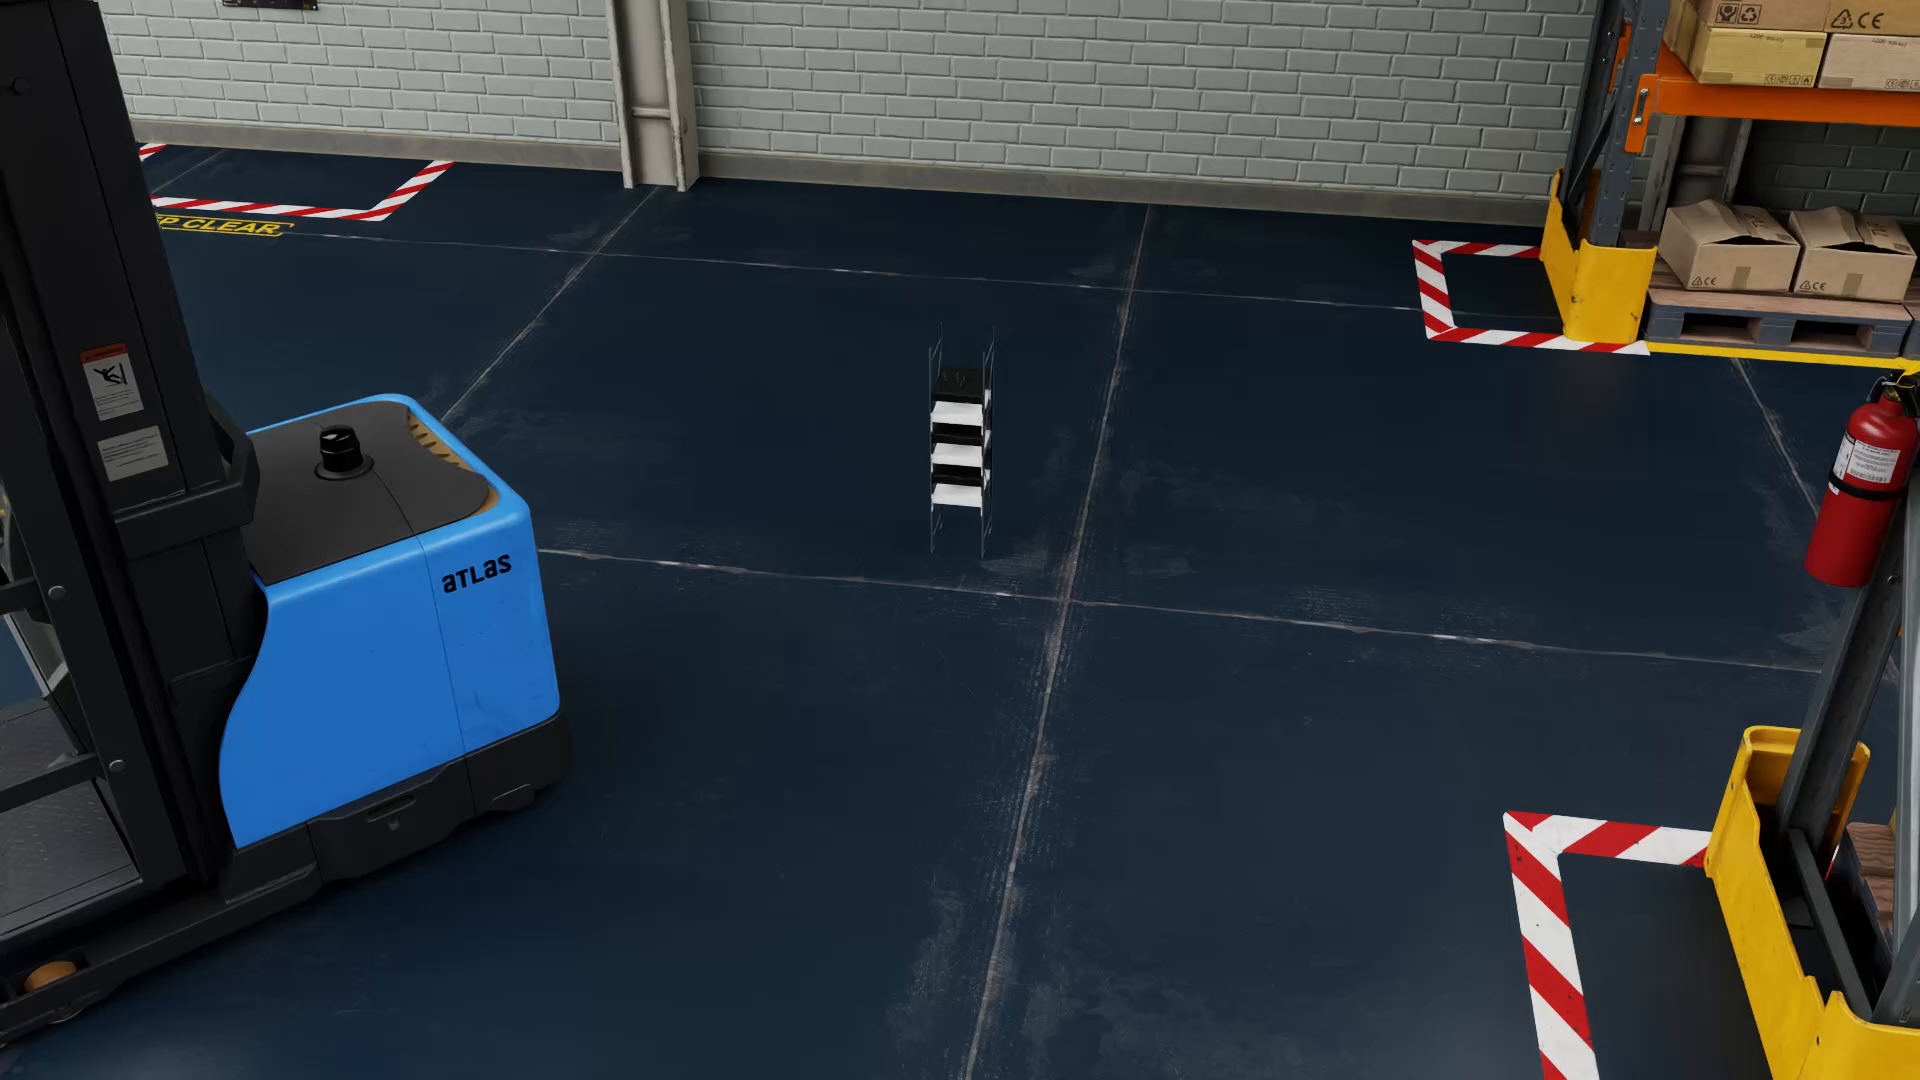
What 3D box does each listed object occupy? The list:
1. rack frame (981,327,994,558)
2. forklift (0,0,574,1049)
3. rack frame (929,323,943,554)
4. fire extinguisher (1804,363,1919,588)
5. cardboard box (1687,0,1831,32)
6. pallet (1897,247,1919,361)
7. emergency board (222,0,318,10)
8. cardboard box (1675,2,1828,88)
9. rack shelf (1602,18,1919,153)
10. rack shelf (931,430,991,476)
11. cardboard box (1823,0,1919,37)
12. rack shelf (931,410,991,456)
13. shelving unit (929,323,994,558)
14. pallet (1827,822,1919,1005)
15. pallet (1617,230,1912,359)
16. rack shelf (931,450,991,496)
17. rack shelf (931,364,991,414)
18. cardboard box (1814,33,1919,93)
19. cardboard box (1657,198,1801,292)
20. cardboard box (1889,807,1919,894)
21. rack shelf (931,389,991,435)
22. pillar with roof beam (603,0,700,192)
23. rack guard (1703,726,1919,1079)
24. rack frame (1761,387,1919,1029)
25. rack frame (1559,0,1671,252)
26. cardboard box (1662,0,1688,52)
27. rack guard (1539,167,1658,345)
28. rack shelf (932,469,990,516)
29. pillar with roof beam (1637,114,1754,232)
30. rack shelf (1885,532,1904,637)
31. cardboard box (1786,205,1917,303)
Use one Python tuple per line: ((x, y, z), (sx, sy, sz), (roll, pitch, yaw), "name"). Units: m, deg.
((0.108, -0.372, 6.496), (0.006, 0.900, 0.240), (5, 32, 8), "rack frame")
((-2.737, -0.160, 4.243), (3.031, 2.935, 1.130), (-23, 38, -31), "forklift")
((-0.092, -0.390, 6.525), (0.006, 0.900, 0.240), (5, 32, 8), "rack frame")
((2.370, -0.200, 4.315), (0.183, 0.674, 0.296), (5, 32, 8), "fire extinguisher")
((3.658, -2.633, 7.546), (0.500, 0.500, 0.500), (5, 32, 8), "cardboard box")
((5.307, -1.181, 8.437), (1.213, 0.211, 1.003), (5, 32, 8), "pallet")
((-4.271, -3.737, 9.892), (0.643, 1.169, 0.194), (5, 32, 8), "emergency board")
((3.665, -2.306, 7.729), (0.500, 0.250, 0.500), (4, 32, 7), "cardboard box")
((5.209, -2.087, 7.935), (4.000, 0.370, 1.077), (5, 32, 8), "rack shelf")
((0.008, -0.352, 6.528), (0.200, 0.077, 0.258), (5, 32, 8), "rack shelf")
((4.143, -2.584, 7.467), (0.500, 0.500, 0.500), (5, 32, 8), "cardboard box")
((0.008, -0.429, 6.480), (0.200, 0.077, 0.258), (5, 32, 8), "rack shelf")
((0.008, -0.381, 6.510), (0.210, 0.900, 0.258), (5, 32, 8), "shelving unit")
((3.169, 1.249, 4.556), (1.213, 0.211, 1.003), (5, 32, 8), "pallet")
((4.108, -1.291, 8.613), (1.213, 0.211, 1.003), (5, 32, 8), "pallet")
((0.008, -0.276, 6.576), (0.200, 0.077, 0.258), (5, 32, 8), "rack shelf")
((0.008, -0.581, 6.384), (0.200, 0.077, 0.258), (5, 32, 8), "rack shelf")
((4.180, -2.267, 7.667), (0.500, 0.250, 0.500), (4, 32, 7), "cardboard box")
((3.905, -1.508, 8.452), (0.500, 0.311, 0.500), (2, 32, 3), "cardboard box")
((2.986, 0.901, 4.678), (0.500, 0.250, 0.500), (5, 32, 8), "cardboard box")
((0.008, -0.505, 6.432), (0.200, 0.077, 0.258), (5, 32, 8), "rack shelf")
((-2.565, -3.787, 4.319), (0.400, 9.000, 9.100), (5, 32, 8), "pillar with roof beam")
((2.384, 1.078, 4.556), (0.348, 0.500, 1.175), (5, 32, 8), "rack guard")
((2.408, 0.021, 3.890), (0.127, 3.000, 1.000), (5, 32, 8), "rack frame")
((3.238, -2.570, 8.029), (0.127, 3.000, 1.000), (5, 32, 8), "rack frame")
((3.731, -2.575, 8.159), (0.500, 0.250, 0.500), (6, 32, 9), "cardboard box")
((3.313, -1.504, 8.682), (0.348, 0.500, 1.175), (5, 32, 8), "rack guard")
((0.008, -0.200, 6.623), (0.200, 0.077, 0.258), (5, 32, 8), "rack shelf")
((3.349, -3.252, 3.464), (0.400, 9.000, 9.100), (5, 32, 8), "pillar with roof beam")
((4.380, 0.504, 3.795), (4.000, 0.370, 1.077), (5, 32, 8), "rack shelf")
((4.467, -1.458, 8.371), (0.500, 0.311, 0.500), (8, 33, 12), "cardboard box")
